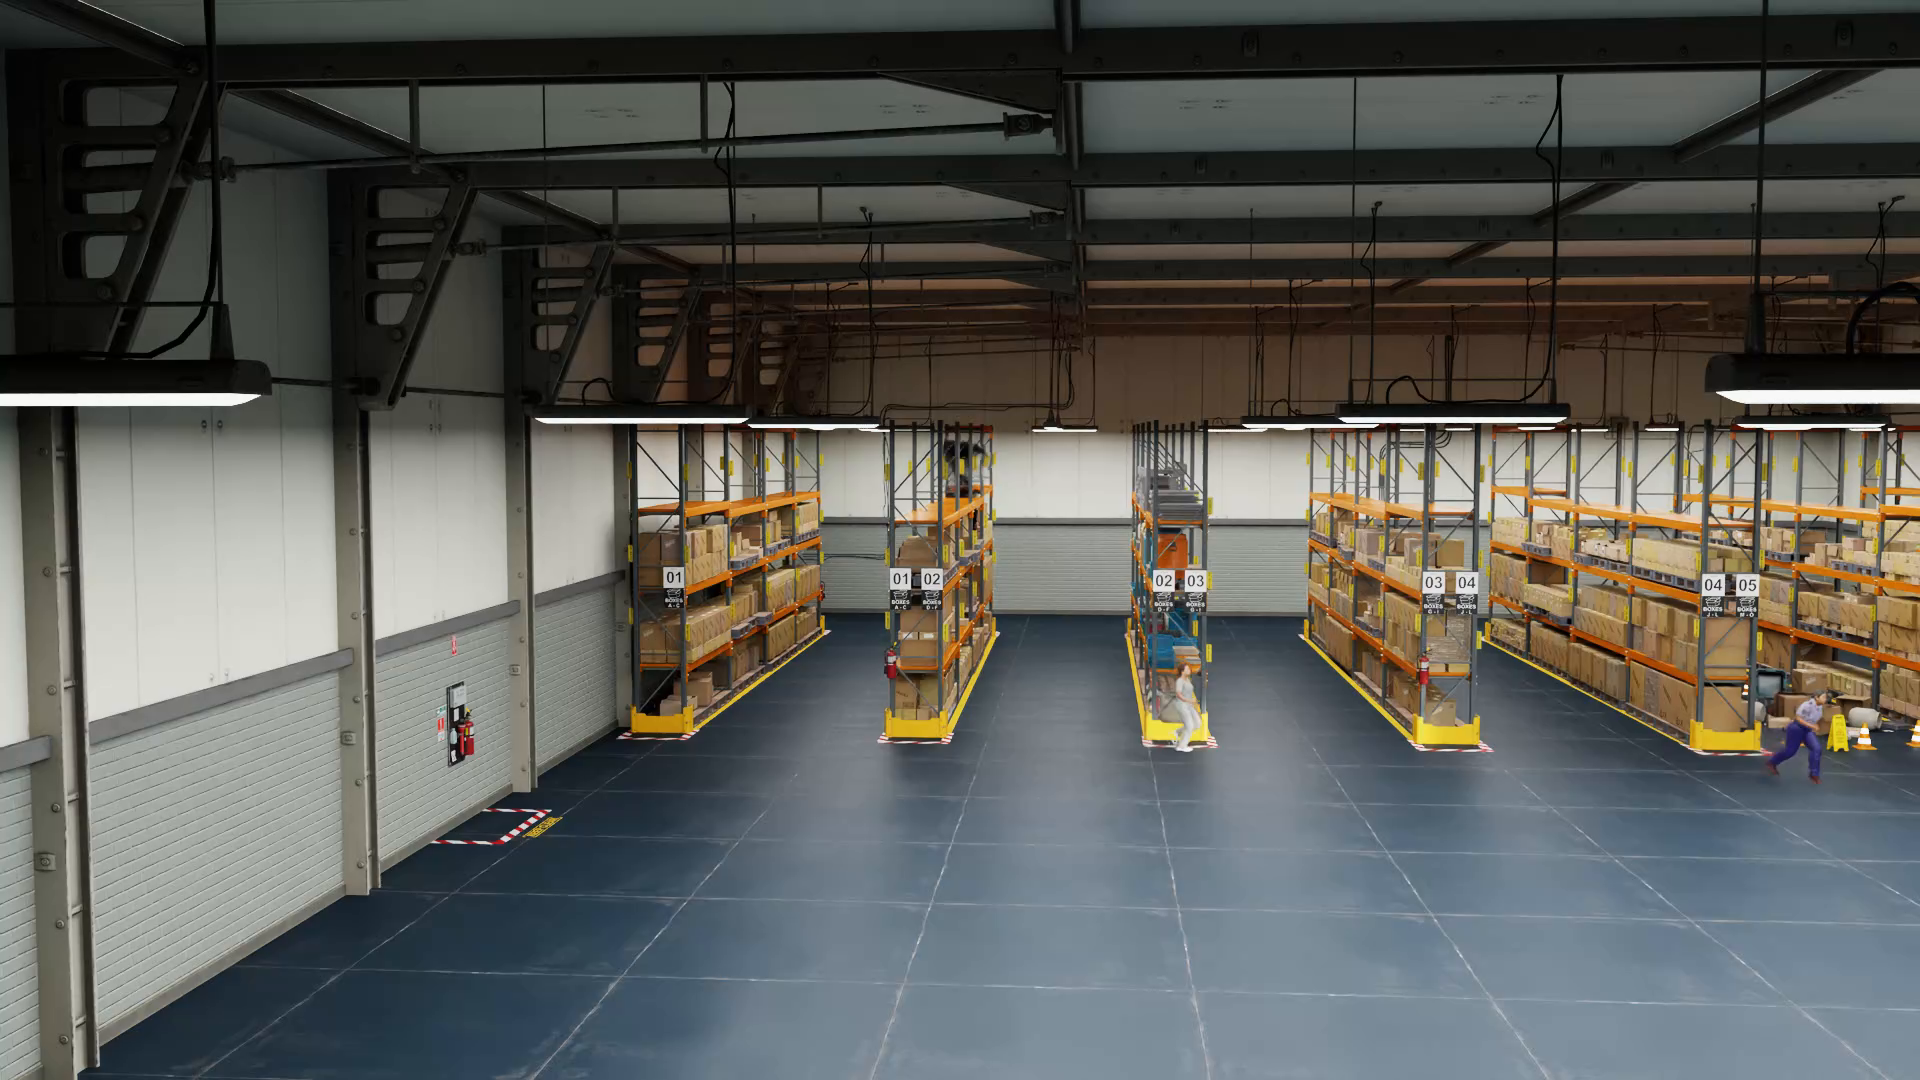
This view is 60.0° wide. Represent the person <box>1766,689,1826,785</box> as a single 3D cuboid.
[{"bbox_3d":[13.860,3.236,27.543,0.648,1.587,0.968,-3,4,-36],"label":"person"}]

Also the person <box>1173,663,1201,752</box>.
[{"bbox_3d":[4.051,3.017,29.970,0.534,1.611,0.591,2,4,30],"label":"person"}]
